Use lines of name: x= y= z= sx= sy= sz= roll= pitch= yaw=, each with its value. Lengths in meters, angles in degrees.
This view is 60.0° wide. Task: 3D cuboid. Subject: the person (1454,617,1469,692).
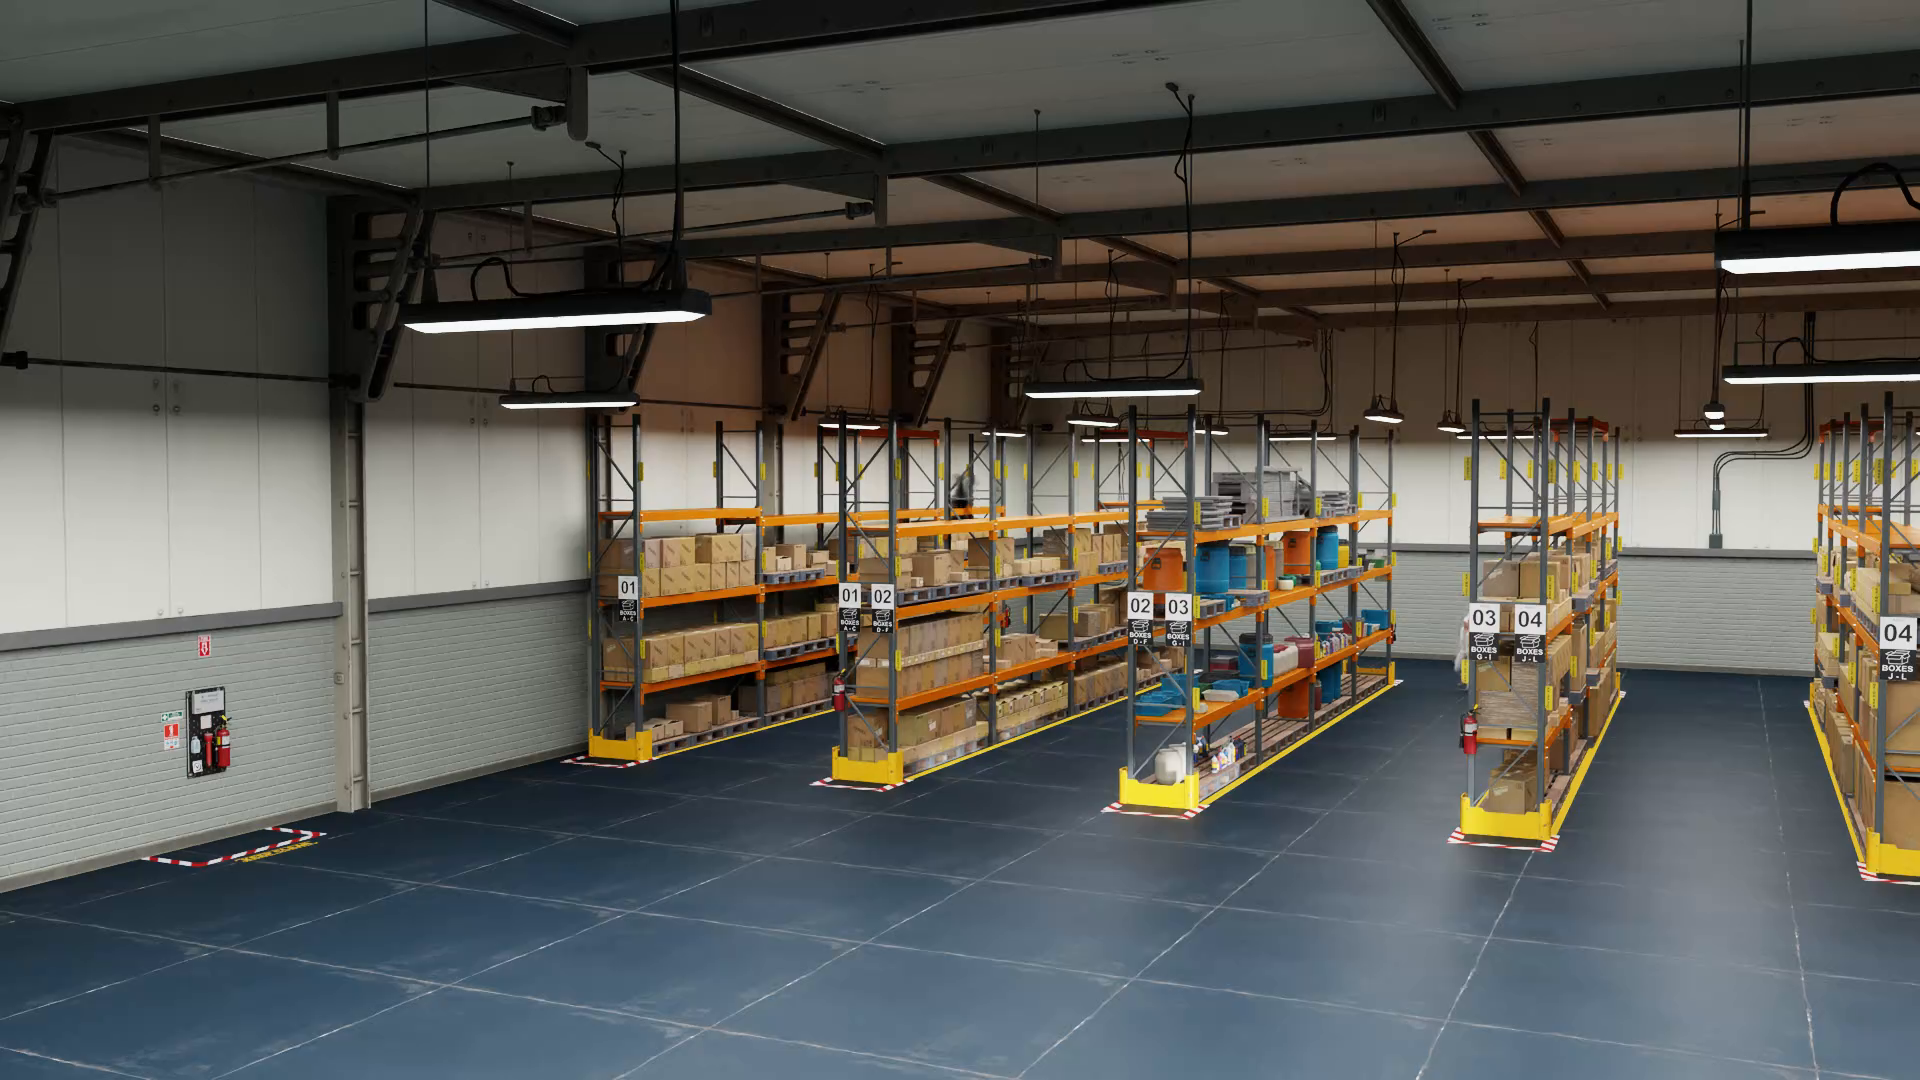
person: x=11.513 y=2.589 z=37.731 sx=0.607 sy=1.740 sz=0.669 roll=-2 pitch=3 yaw=-43
